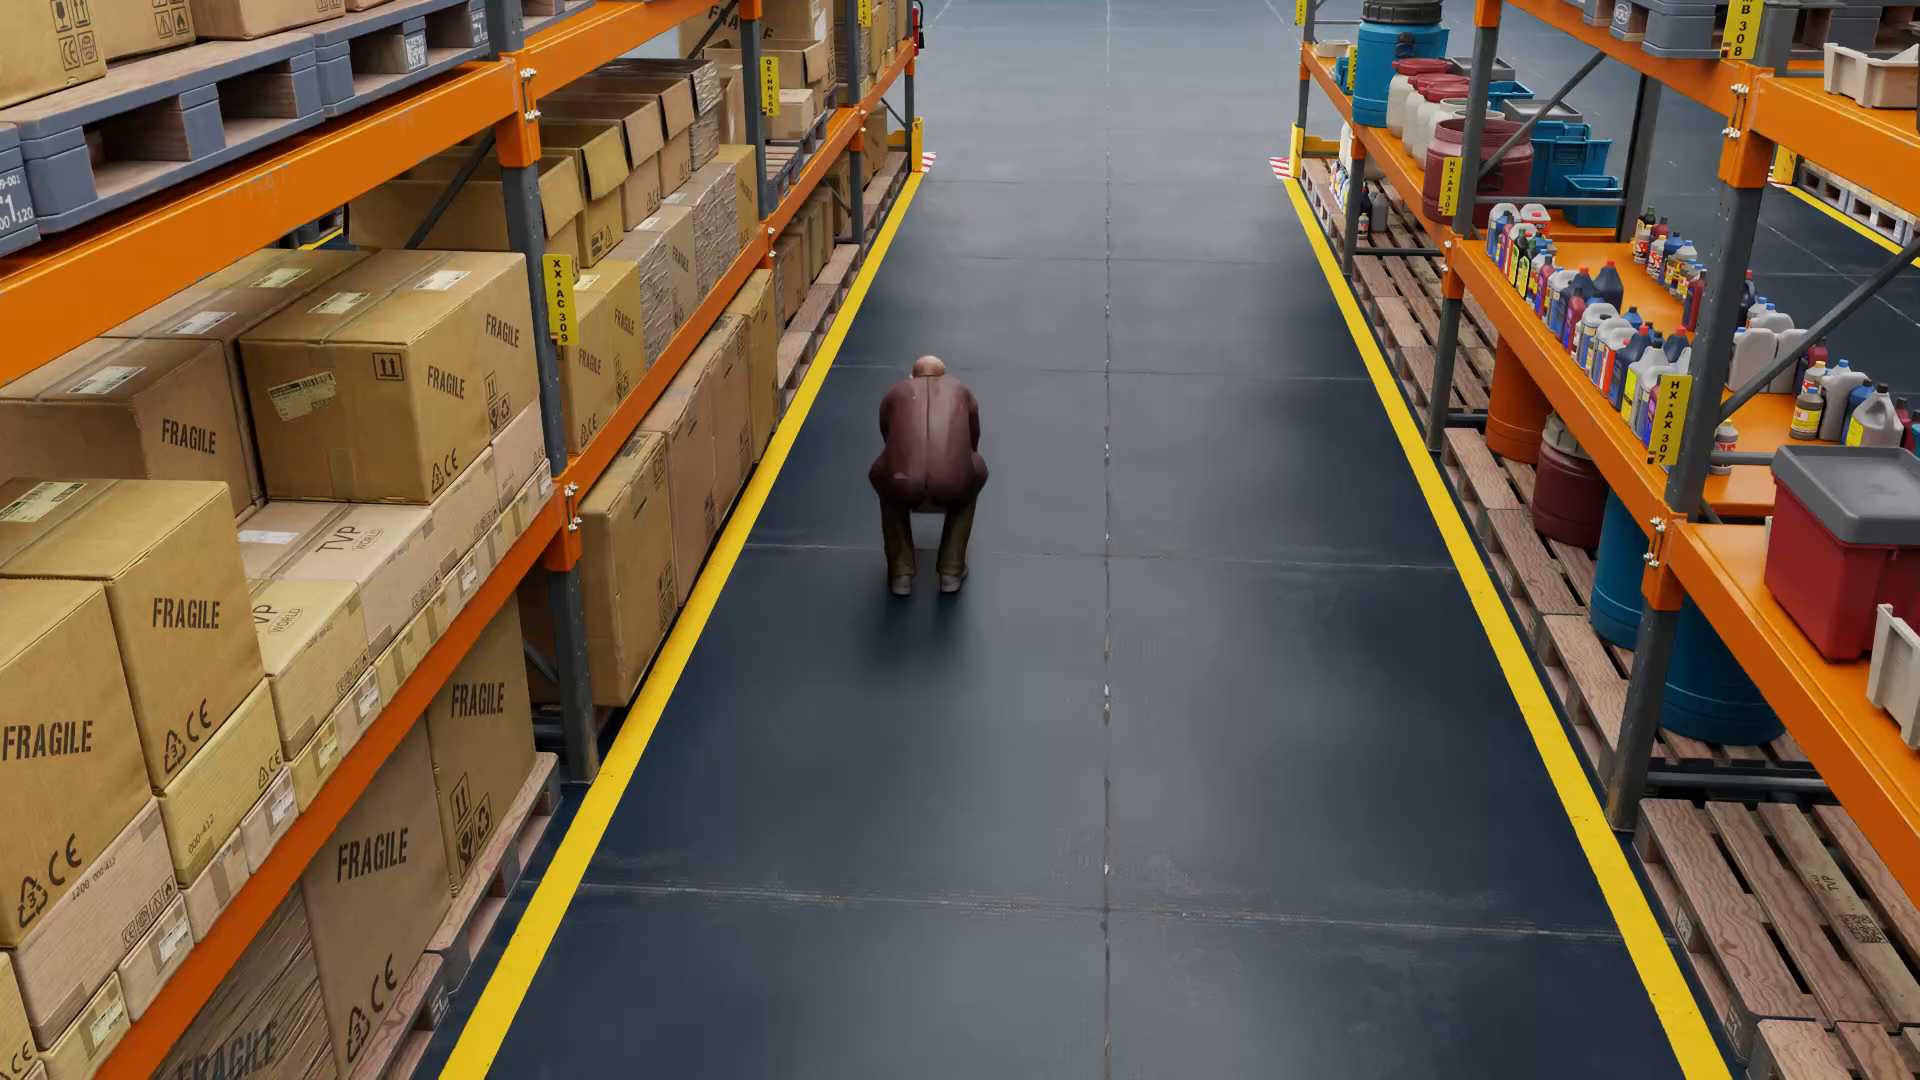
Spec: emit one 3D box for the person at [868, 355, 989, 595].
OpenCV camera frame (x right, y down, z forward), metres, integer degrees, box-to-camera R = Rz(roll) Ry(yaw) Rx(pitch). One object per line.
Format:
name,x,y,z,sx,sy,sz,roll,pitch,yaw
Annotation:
person,-0.151,-0.312,8.248,0.591,1.013,0.939,1,24,2
